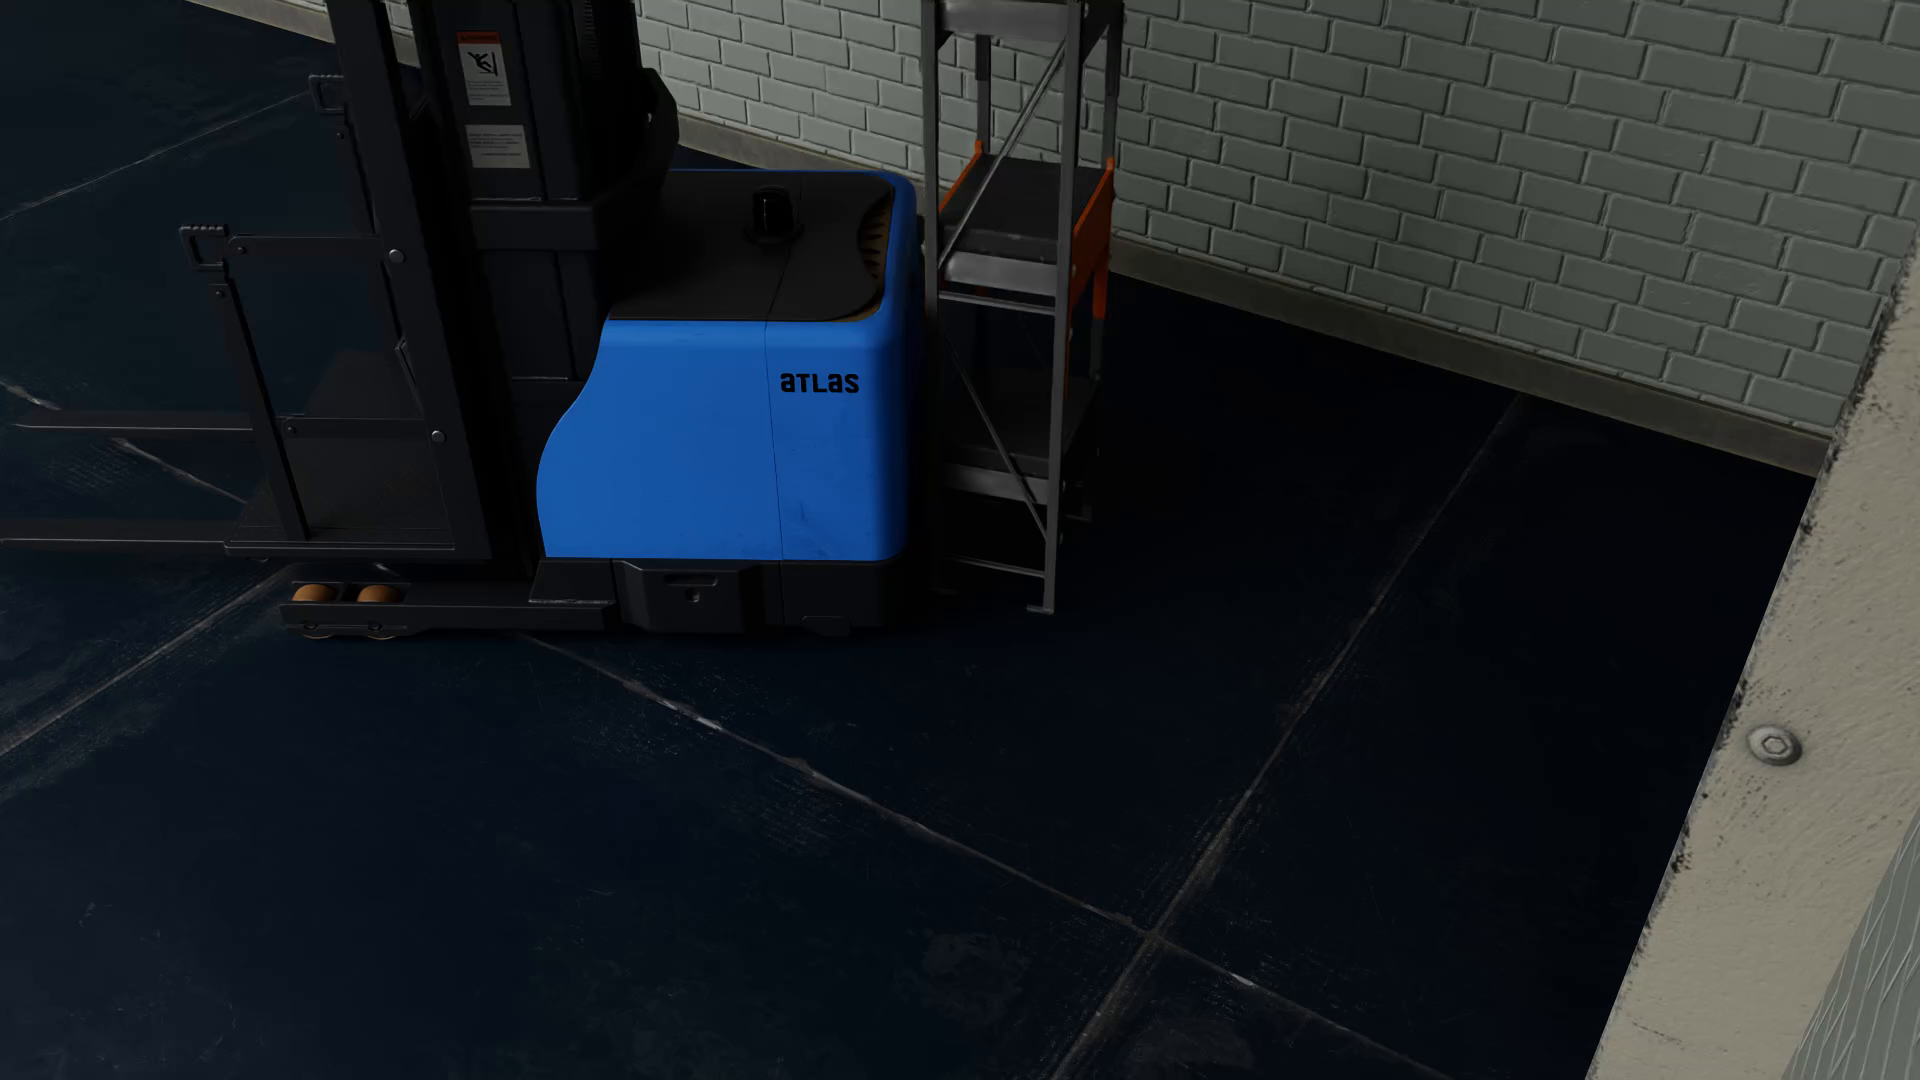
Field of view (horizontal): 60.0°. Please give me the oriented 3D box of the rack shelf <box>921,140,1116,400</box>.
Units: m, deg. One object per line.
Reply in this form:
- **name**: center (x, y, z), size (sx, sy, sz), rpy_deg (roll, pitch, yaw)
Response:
- **rack shelf**: center (0.171, -0.772, 4.717), size (0.431, 0.518, 0.480), rpy_deg (11, 39, 13)

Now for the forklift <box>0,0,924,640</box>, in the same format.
- **forklift**: center (-1.647, -1.182, 4.546), size (3.031, 2.935, 1.130), rpy_deg (1, 38, 1)

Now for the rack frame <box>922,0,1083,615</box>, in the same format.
- **rack frame**: center (0.099, -0.641, 4.524), size (0.400, 2.100, 0.015), rpy_deg (11, 39, 13)

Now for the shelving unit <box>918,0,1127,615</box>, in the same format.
- **shelving unit**: center (0.171, -0.783, 4.709), size (0.431, 2.100, 0.503), rpy_deg (11, 39, 13)

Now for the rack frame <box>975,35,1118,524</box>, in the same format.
- **rack frame**: center (0.243, -0.925, 4.894), size (0.400, 2.100, 0.015), rpy_deg (11, 39, 13)

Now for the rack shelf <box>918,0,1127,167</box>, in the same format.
- **rack shelf**: center (0.171, -1.327, 4.290), size (0.431, 0.518, 0.480), rpy_deg (11, 39, 13)

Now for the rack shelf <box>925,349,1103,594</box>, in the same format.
- **rack shelf**: center (0.171, -0.217, 5.144), size (0.431, 0.518, 0.480), rpy_deg (11, 39, 13)
